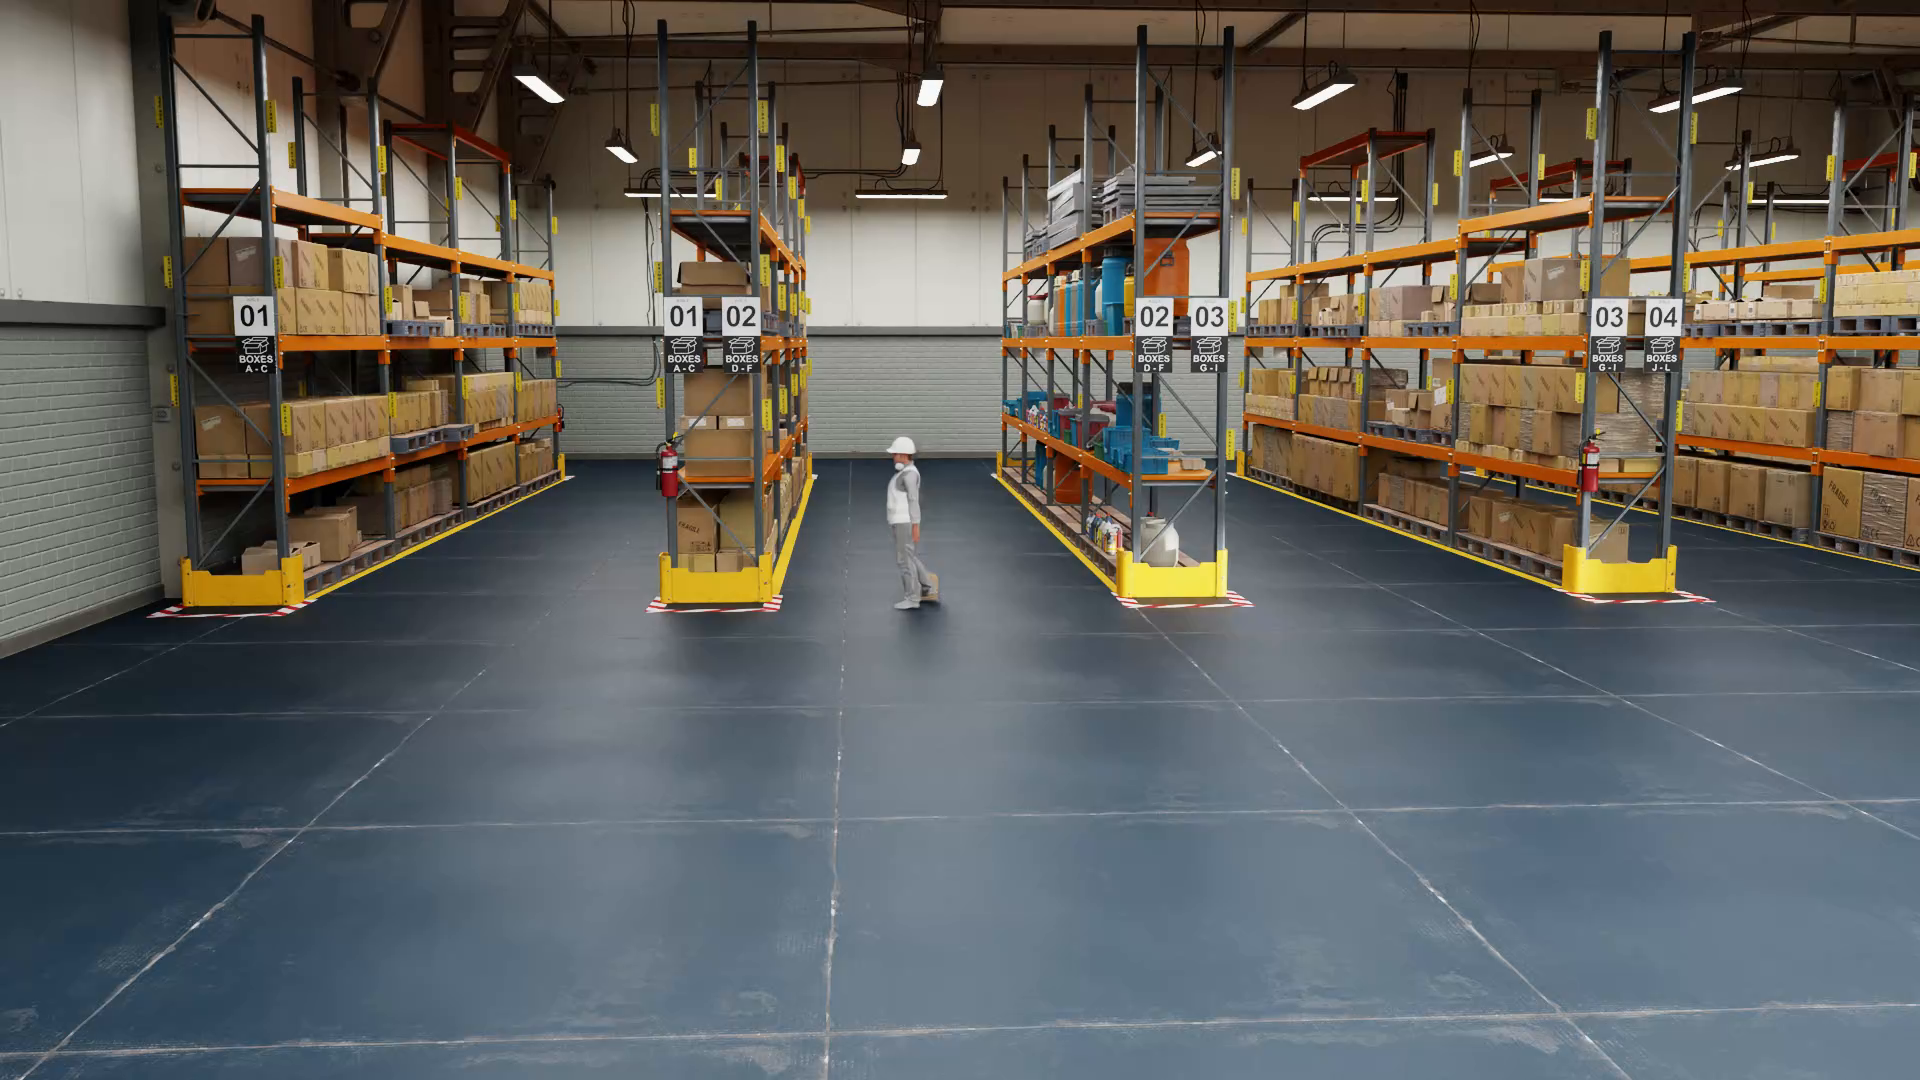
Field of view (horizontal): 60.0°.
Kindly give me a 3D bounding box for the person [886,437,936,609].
[{"bbox_3d":[-0.503,-0.186,17.189,0.524,1.760,0.725,0,7,-3],"label":"person"}]
